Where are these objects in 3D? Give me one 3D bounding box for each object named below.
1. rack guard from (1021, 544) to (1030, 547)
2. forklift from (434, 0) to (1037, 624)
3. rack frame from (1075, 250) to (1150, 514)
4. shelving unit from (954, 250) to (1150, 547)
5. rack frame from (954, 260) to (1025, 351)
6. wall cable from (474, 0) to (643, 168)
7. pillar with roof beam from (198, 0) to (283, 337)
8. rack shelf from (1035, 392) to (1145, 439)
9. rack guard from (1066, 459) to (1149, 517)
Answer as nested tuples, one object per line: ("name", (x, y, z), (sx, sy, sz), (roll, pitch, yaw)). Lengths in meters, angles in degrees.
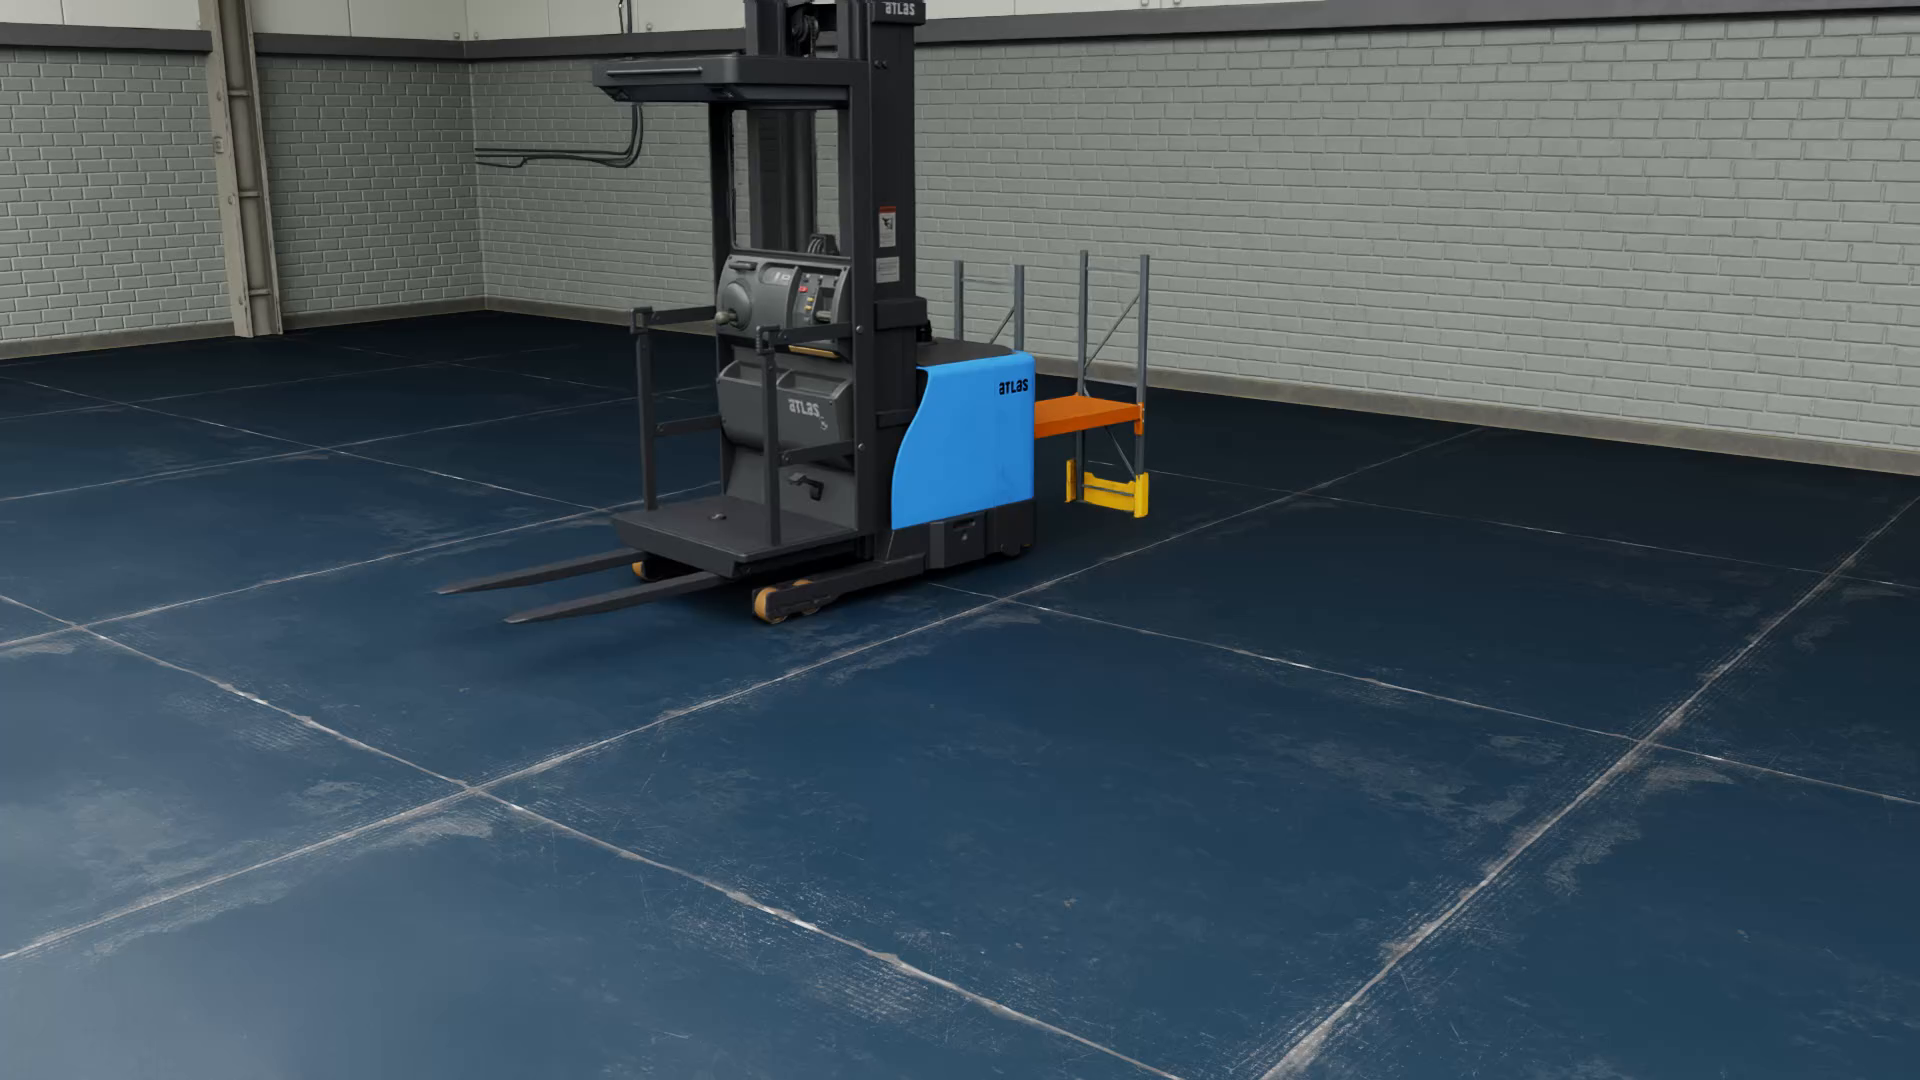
("rack guard", (0.153, -0.140, 9.165), (0.087, 0.250, 0.587), (-13, 19, -42))
("forklift", (-1.003, -1.181, 7.819), (3.031, 2.935, 1.130), (-13, 19, -42))
("rack frame", (0.882, -0.919, 9.696), (0.032, 1.500, 0.500), (-13, 19, -42))
("shelving unit", (0.510, -0.831, 9.347), (1.083, 1.500, 0.587), (-13, 19, -42))
("rack frame", (0.152, -0.745, 9.010), (0.032, 1.500, 0.500), (-13, 19, -42))
("wall cable", (-4.611, -5.411, 18.454), (3.097, 2.526, 0.112), (11, 18, 38))
("pillar with roof beam", (-4.143, -5.890, 14.034), (9.100, 9.000, 0.400), (11, 18, 38))
("rack shelf", (0.517, -0.658, 9.397), (1.000, 0.185, 0.538), (-13, 19, -42))
("rack guard", (0.868, -0.310, 9.837), (0.087, 0.250, 0.587), (-13, 19, -42))
